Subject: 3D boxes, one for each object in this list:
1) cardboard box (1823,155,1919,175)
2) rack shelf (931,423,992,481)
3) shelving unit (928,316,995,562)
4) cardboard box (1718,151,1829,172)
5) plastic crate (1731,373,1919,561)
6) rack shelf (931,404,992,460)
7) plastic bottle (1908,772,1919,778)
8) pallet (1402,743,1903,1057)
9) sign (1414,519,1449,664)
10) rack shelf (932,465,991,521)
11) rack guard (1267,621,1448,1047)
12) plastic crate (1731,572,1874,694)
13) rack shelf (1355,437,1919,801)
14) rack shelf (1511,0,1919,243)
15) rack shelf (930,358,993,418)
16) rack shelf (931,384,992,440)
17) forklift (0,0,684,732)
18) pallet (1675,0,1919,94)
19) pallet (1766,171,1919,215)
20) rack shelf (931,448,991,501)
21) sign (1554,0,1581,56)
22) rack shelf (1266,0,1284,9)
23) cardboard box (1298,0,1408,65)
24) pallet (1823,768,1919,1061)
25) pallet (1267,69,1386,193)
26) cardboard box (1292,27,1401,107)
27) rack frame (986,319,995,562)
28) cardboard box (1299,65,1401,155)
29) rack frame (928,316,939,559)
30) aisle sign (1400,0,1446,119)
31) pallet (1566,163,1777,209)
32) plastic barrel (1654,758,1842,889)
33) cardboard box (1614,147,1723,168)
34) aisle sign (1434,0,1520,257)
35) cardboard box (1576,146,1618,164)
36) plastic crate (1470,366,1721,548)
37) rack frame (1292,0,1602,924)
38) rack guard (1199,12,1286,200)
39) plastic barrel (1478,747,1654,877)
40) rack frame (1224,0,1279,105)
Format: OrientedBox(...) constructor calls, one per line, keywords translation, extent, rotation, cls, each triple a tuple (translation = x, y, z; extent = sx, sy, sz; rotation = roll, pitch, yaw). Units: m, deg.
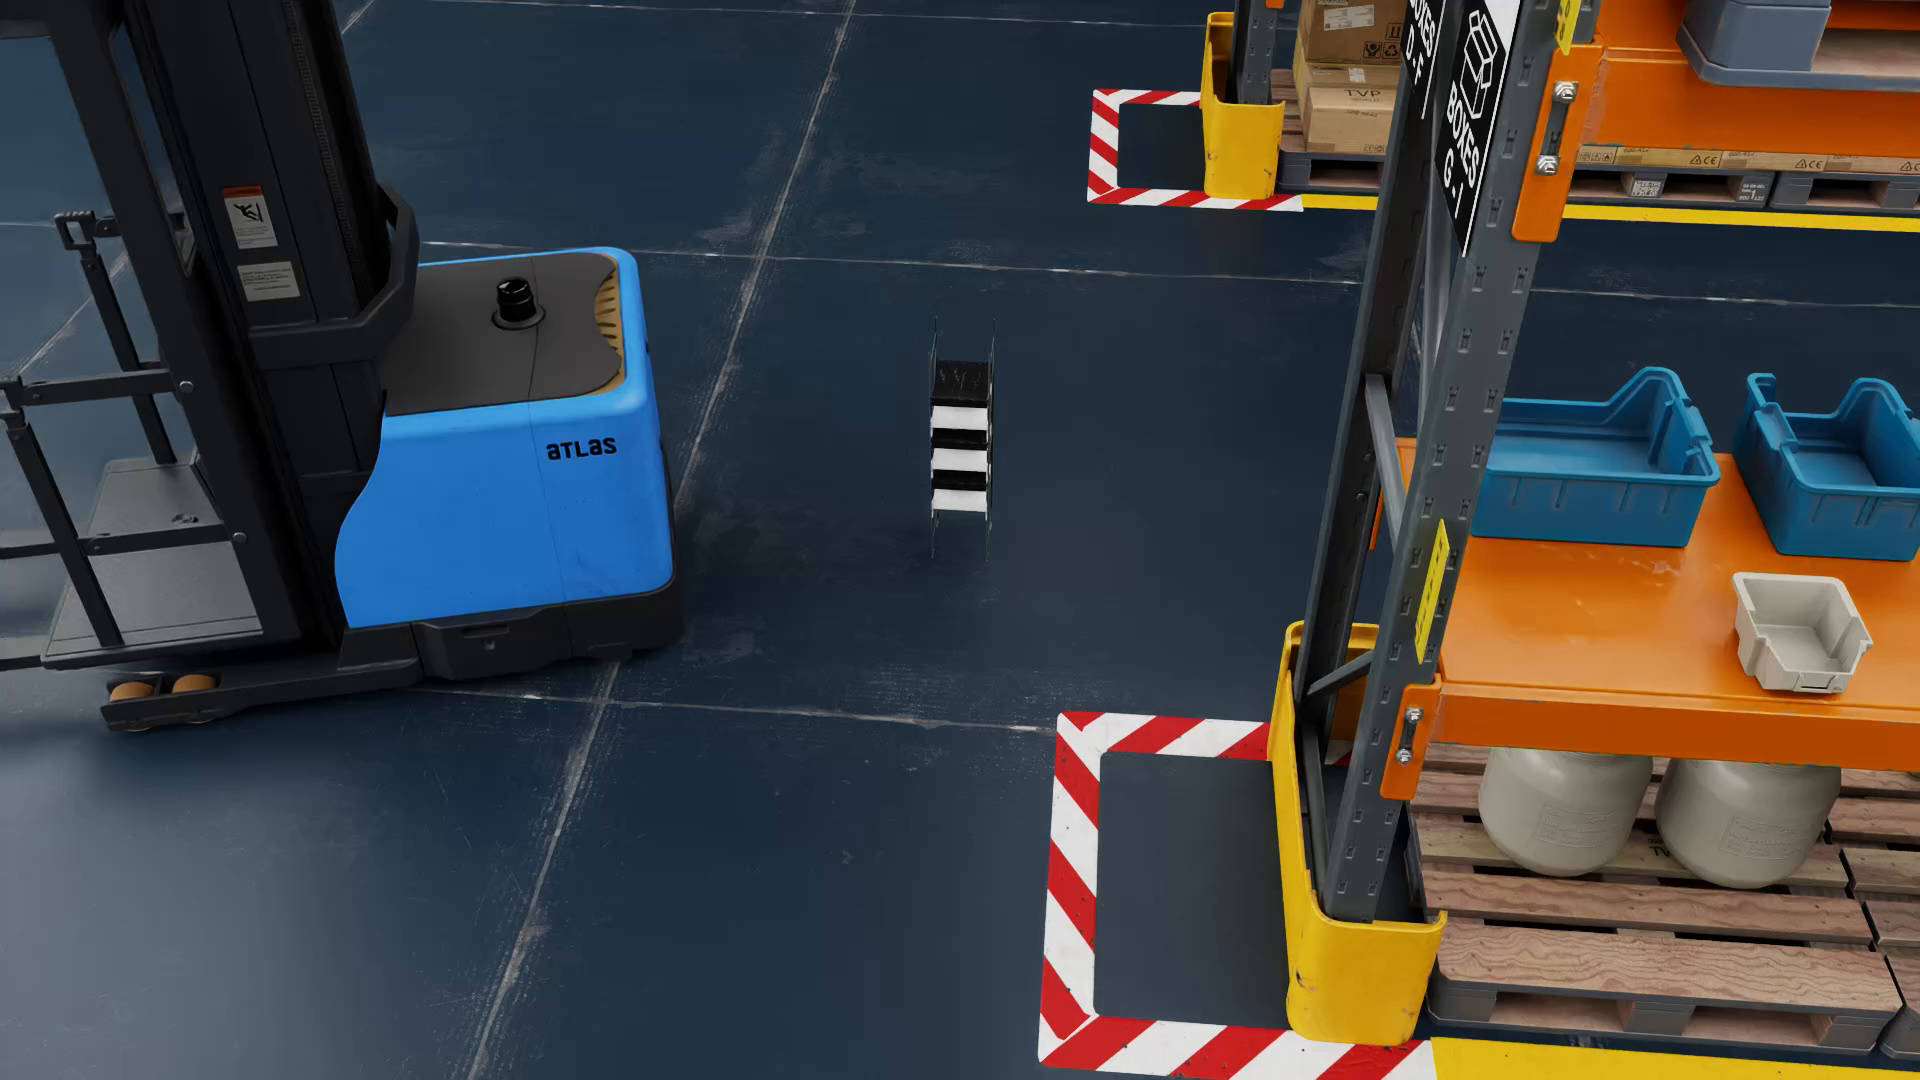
OrientedBox(translation=(4.486, -2.041, 8.227), extent=(0.500, 0.250, 0.500), rotation=(3, 39, 4), cls="cardboard box")
OrientedBox(translation=(0.008, -0.323, 5.986), extent=(0.200, 0.077, 0.258), rotation=(3, 39, 4), cls="rack shelf")
OrientedBox(translation=(0.008, -0.349, 5.965), extent=(0.210, 0.900, 0.258), rotation=(3, 39, 4), cls="shelving unit")
OrientedBox(translation=(3.986, -2.059, 8.249), extent=(0.500, 0.250, 0.500), rotation=(3, 39, 4), cls="cardboard box")
OrientedBox(translation=(2.219, -0.191, 4.226), extent=(0.408, 0.251, 0.499), rotation=(3, 39, 4), cls="plastic crate")
OrientedBox(translation=(0.008, -0.393, 5.930), extent=(0.200, 0.077, 0.258), rotation=(3, 39, 4), cls="rack shelf")
OrientedBox(translation=(2.915, 0.612, 4.990), extent=(0.097, 0.201, 0.097), rotation=(0, 39, 0), cls="plastic bottle")
OrientedBox(translation=(1.936, 0.977, 4.882), extent=(1.213, 0.211, 1.003), rotation=(3, 39, 4), cls="pallet")
OrientedBox(translation=(0.996, 0.112, 3.517), extent=(0.005, 0.325, 0.100), rotation=(3, 39, 4), cls="sign")
OrientedBox(translation=(0.008, -0.183, 6.100), extent=(0.200, 0.077, 0.258), rotation=(3, 39, 4), cls="rack shelf")
OrientedBox(translation=(1.127, 0.818, 4.850), extent=(0.348, 0.500, 1.175), rotation=(3, 39, 4), cls="rack guard")
OrientedBox(translation=(1.911, 0.227, 3.804), extent=(0.250, 0.136, 0.298), rotation=(3, 39, 4), cls="plastic crate")
OrientedBox(translation=(3.040, 0.261, 4.123), extent=(4.000, 0.370, 1.077), rotation=(3, 39, 4), cls="rack shelf")
OrientedBox(translation=(3.040, -0.902, 3.176), extent=(4.000, 0.370, 1.077), rotation=(3, 39, 4), cls="rack shelf")
OrientedBox(translation=(0.008, -0.532, 5.816), extent=(0.200, 0.077, 0.258), rotation=(3, 39, 4), cls="rack shelf")
OrientedBox(translation=(0.008, -0.462, 5.873), extent=(0.200, 0.077, 0.258), rotation=(3, 39, 4), cls="rack shelf")
OrientedBox(translation=(-2.526, -0.870, 4.997), extent=(3.031, 2.935, 1.130), rotation=(-7, 40, -8), cls="forklift")
OrientedBox(translation=(1.863, -1.110, 3.011), extent=(1.213, 0.211, 1.003), rotation=(3, 39, 4), cls="pallet")
OrientedBox(translation=(4.675, -2.012, 8.554), extent=(1.213, 0.211, 1.003), rotation=(3, 39, 4), cls="pallet")
OrientedBox(translation=(0.008, -0.253, 6.043), extent=(0.200, 0.077, 0.258), rotation=(3, 39, 4), cls="rack shelf")
OrientedBox(translation=(0.996, -0.948, 2.655), extent=(0.005, 0.325, 0.100), rotation=(3, 39, 4), cls="sign")
OrientedBox(translation=(3.471, -2.854, 7.950), extent=(4.000, 0.370, 1.077), rotation=(3, 39, 4), cls="rack shelf")
OrientedBox(translation=(2.039, -2.787, 8.549), extent=(0.500, 0.500, 0.500), rotation=(3, 39, 4), cls="cardboard box")
OrientedBox(translation=(3.148, 1.045, 4.799), extent=(1.213, 0.211, 1.003), rotation=(3, 39, 4), cls="pallet")
OrientedBox(translation=(2.244, -2.145, 8.718), extent=(1.213, 0.211, 1.003), rotation=(3, 39, 4), cls="pallet")
OrientedBox(translation=(2.039, -2.495, 8.784), extent=(0.500, 0.250, 0.500), rotation=(3, 39, 4), cls="cardboard box")
OrientedBox(translation=(0.109, -0.343, 5.959), extent=(0.006, 0.900, 0.240), rotation=(3, 39, 4), cls="rack frame")
OrientedBox(translation=(1.994, -2.169, 8.384), extent=(0.500, 0.250, 0.500), rotation=(3, 39, 4), cls="cardboard box")
OrientedBox(translation=(-0.093, -0.354, 5.972), extent=(0.006, 0.900, 0.240), rotation=(3, 39, 4), cls="rack frame")
OrientedBox(translation=(1.002, -1.325, 3.443), extent=(0.004, 0.787, 0.394), rotation=(3, 39, 4), cls="aisle sign")
OrientedBox(translation=(3.456, -2.077, 8.634), extent=(1.213, 0.211, 1.003), rotation=(3, 39, 4), cls="pallet")
OrientedBox(translation=(2.209, 0.691, 4.664), extent=(0.421, 0.512, 0.421), rotation=(0, 39, 0), cls="plastic barrel")
OrientedBox(translation=(3.488, -2.086, 8.282), extent=(0.500, 0.250, 0.500), rotation=(3, 39, 4), cls="cardboard box")
OrientedBox(translation=(0.951, -0.954, 2.987), extent=(0.004, 0.787, 0.394), rotation=(3, 39, 4), cls="aisle sign")
OrientedBox(translation=(2.990, -2.116, 8.320), extent=(0.500, 0.250, 0.500), rotation=(3, 39, 4), cls="cardboard box")
OrientedBox(translation=(1.572, -0.230, 4.274), extent=(0.616, 0.251, 0.499), rotation=(3, 39, 4), cls="plastic crate")
OrientedBox(translation=(1.048, -0.126, 4.029), extent=(0.127, 3.000, 1.000), rotation=(3, 39, 4), cls="rack frame")
OrientedBox(translation=(1.455, -2.273, 8.647), extent=(0.348, 0.500, 1.175), rotation=(3, 39, 4), cls="rack guard")
OrientedBox(translation=(1.710, 0.663, 4.697), extent=(0.421, 0.512, 0.421), rotation=(0, 39, 0), cls="plastic barrel")
OrientedBox(translation=(1.479, -3.242, 7.856), extent=(0.127, 3.000, 1.000), rotation=(3, 39, 4), cls="rack frame")
